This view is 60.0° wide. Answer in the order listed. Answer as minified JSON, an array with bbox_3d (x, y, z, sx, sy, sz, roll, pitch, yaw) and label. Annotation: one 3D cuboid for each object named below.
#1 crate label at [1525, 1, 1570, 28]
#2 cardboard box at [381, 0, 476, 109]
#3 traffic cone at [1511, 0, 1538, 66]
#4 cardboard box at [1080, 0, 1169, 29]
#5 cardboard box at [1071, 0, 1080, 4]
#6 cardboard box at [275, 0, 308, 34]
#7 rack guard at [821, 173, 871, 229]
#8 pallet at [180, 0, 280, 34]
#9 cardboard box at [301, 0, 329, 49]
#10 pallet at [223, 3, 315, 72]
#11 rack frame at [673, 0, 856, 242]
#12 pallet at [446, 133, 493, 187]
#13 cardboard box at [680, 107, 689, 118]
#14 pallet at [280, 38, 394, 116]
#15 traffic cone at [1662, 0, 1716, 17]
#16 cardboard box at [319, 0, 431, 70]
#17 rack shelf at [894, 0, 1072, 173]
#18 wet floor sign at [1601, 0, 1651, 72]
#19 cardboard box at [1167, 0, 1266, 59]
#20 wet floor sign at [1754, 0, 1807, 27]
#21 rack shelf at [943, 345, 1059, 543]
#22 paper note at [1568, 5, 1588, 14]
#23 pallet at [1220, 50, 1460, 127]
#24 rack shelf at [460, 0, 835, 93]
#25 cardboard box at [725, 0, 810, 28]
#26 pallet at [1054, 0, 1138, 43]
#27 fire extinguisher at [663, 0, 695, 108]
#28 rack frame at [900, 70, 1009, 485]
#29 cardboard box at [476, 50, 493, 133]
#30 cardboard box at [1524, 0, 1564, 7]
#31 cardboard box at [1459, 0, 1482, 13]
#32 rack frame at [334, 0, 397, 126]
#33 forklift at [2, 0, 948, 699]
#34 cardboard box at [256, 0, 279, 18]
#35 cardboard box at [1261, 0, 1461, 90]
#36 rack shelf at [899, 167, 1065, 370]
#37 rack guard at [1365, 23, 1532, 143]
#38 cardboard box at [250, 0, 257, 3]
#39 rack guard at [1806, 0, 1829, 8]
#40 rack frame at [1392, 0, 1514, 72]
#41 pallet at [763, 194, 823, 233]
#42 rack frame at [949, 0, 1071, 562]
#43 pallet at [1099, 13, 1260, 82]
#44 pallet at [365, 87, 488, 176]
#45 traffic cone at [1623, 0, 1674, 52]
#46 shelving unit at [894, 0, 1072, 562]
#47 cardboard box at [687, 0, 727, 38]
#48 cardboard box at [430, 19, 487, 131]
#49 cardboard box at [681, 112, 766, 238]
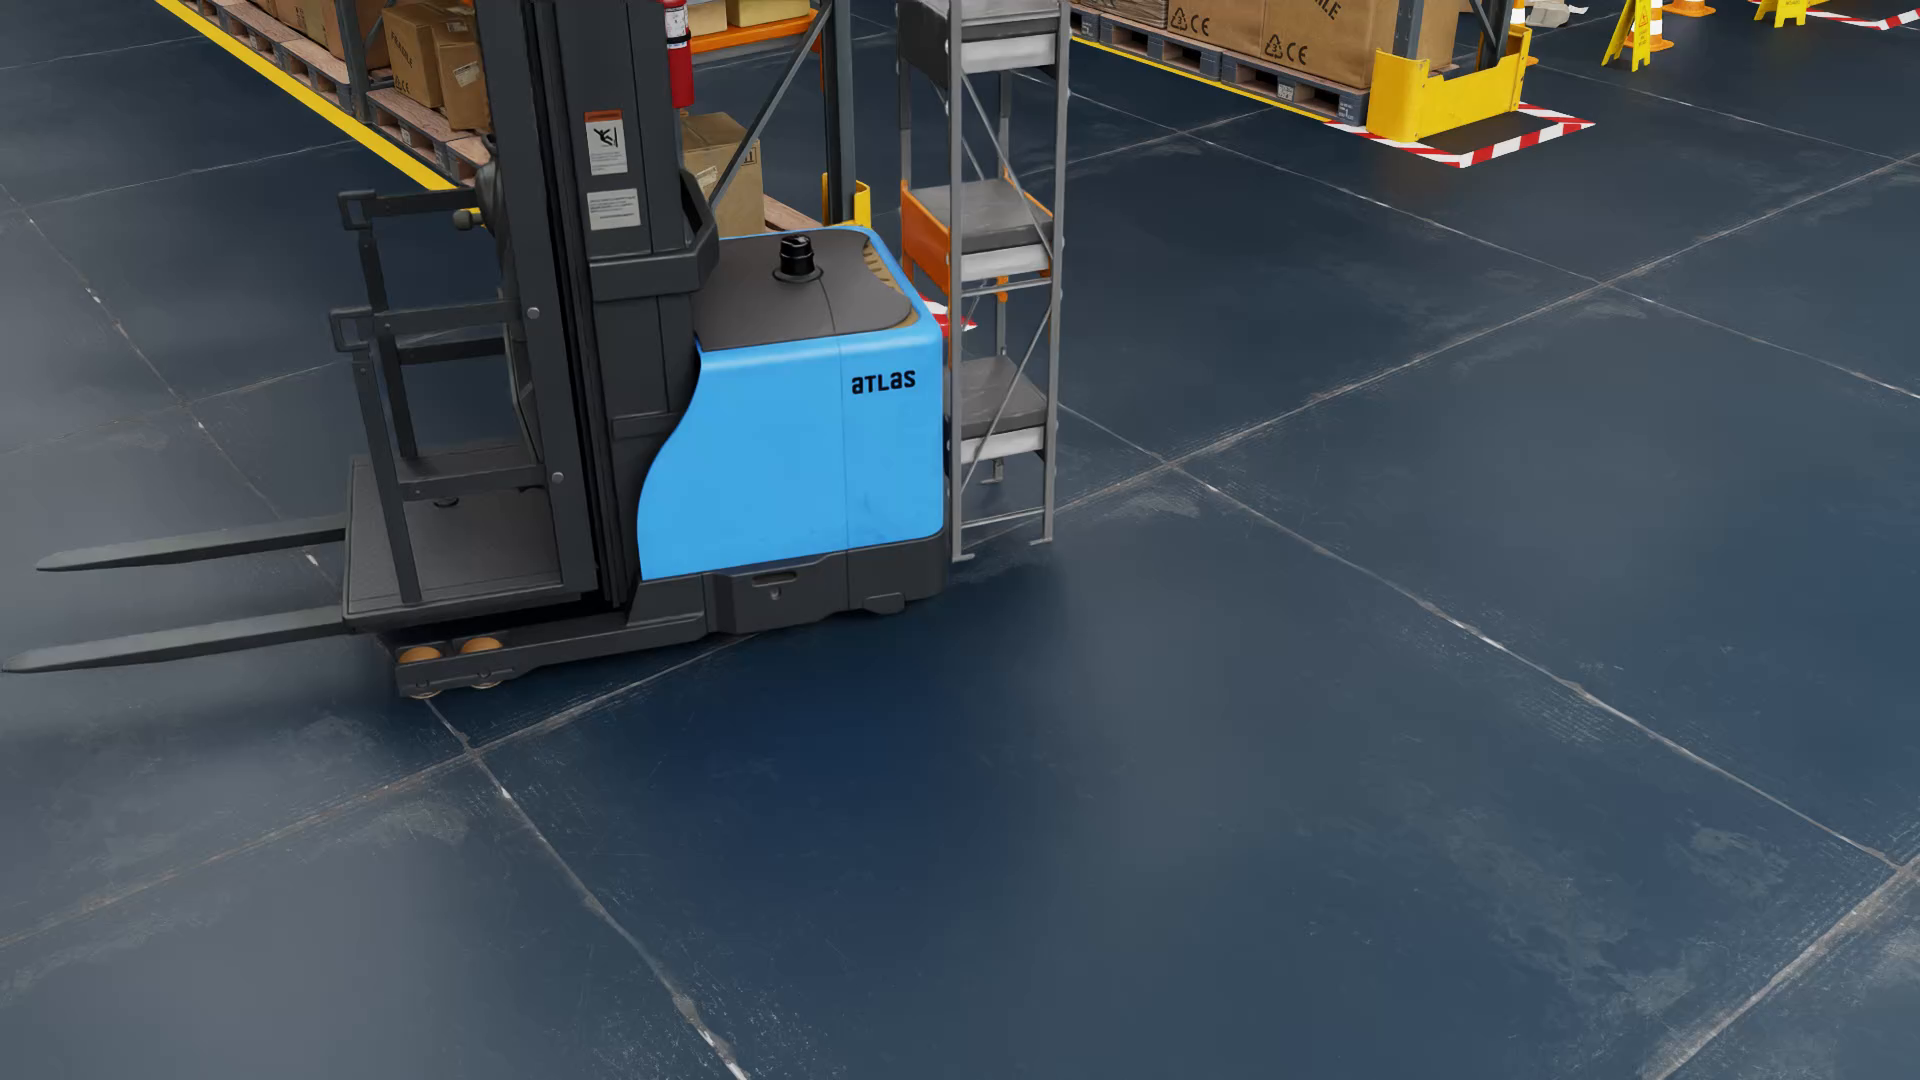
[{"bbox_3d":[4.417,-3.952,12.484,0.298,0.136,0.250,12,34,19],"label":"crate label"},{"bbox_3d":[-3.168,-2.997,10.204,0.500,0.500,0.500,-24,39,-33],"label":"cardboard box"},{"bbox_3d":[3.847,-3.559,11.542,0.336,0.463,0.334,-22,38,-31],"label":"traffic cone"},{"bbox_3d":[1.484,-4.240,11.849,0.875,0.875,0.875,-22,38,-31],"label":"cardboard box"},{"bbox_3d":[0.928,-4.614,12.452,0.875,0.875,0.875,-22,38,-31],"label":"cardboard box"},{"bbox_3d":[-4.363,-3.886,11.616,0.700,0.500,0.500,-26,40,-35],"label":"cardboard box"},{"bbox_3d":[-0.976,-1.363,7.971,1.175,0.500,0.348,-22,38,-31],"label":"rack guard"},{"bbox_3d":[-5.357,-4.217,12.839,1.003,0.211,1.213,-22,38,-31],"label":"pallet"},{"bbox_3d":[-4.019,-3.653,11.241,0.700,0.500,0.500,-23,38,-32],"label":"cardboard box"},{"bbox_3d":[-4.613,-3.709,12.021,1.003,0.211,1.213,-22,38,-31],"label":"pallet"},{"bbox_3d":[-0.929,-2.393,7.261,1.000,3.000,0.127,-22,38,-31],"label":"rack frame"},{"bbox_3d":[-2.190,-2.099,9.429,1.003,0.211,1.213,-22,38,-31],"label":"pallet"},{"bbox_3d":[-1.692,-2.014,8.620,0.500,0.500,0.500,-12,34,-19],"label":"cardboard box"},{"bbox_3d":[-3.861,-3.200,11.202,1.003,0.211,1.213,-22,38,-31],"label":"pallet"},{"bbox_3d":[5.616,-4.284,12.709,0.336,0.463,0.334,-22,38,-31],"label":"traffic cone"},{"bbox_3d":[-3.742,-3.448,10.911,0.700,0.500,0.500,-26,40,-35],"label":"cardboard box"},{"bbox_3d":[0.069,-1.555,5.462,0.431,0.518,0.480,-11,34,-18],"label":"rack shelf"},{"bbox_3d":[4.633,-3.584,11.410,0.232,0.644,0.267,26,40,35],"label":"wet floor sign"},{"bbox_3d":[2.042,-3.859,11.236,0.875,0.875,0.875,-23,39,-32],"label":"cardboard box"},{"bbox_3d":[6.170,-4.174,12.359,0.267,0.644,0.232,-10,33,-15],"label":"wet floor sign"},{"bbox_3d":[0.069,-0.366,6.201,0.431,0.518,0.480,-11,34,-18],"label":"rack shelf"},{"bbox_3d":[4.747,-4.088,12.804,0.142,0.019,0.148,18,36,27],"label":"paper note"},{"bbox_3d":[2.499,-3.079,11.008,1.003,0.211,1.213,-22,38,-31],"label":"pallet"},{"bbox_3d":[-2.156,-2.921,8.792,1.077,0.370,4.000,-22,38,-31],"label":"rack shelf"},{"bbox_3d":[-0.916,-2.483,7.642,0.380,0.149,0.250,-22,38,-31],"label":"cardboard box"},{"bbox_3d":[1.002,-4.096,12.645,1.003,0.211,1.213,-22,38,-31],"label":"pallet"},{"bbox_3d":[-1.223,-2.164,6.964,0.296,0.674,0.183,-22,38,-31],"label":"fire extinguisher"},{"bbox_3d":[-0.018,-1.092,6.018,0.400,2.100,0.015,-11,34,-18],"label":"rack frame"},{"bbox_3d":[-2.368,-2.528,9.448,0.500,0.500,0.500,-26,40,-35],"label":"cardboard box"},{"bbox_3d":[4.500,-4.281,13.002,0.380,0.149,0.250,-4,32,-7],"label":"cardboard box"},{"bbox_3d":[3.822,-4.452,12.941,0.637,0.503,0.797,6,32,10],"label":"cardboard box"},{"bbox_3d":[-3.382,-4.060,9.945,1.000,3.000,0.127,-22,38,-31],"label":"rack frame"},{"bbox_3d":[-1.619,-1.040,5.146,3.031,2.935,1.130,-9,33,-14],"label":"forklift"},{"bbox_3d":[-4.705,-4.119,11.991,0.700,0.500,0.500,-19,37,-28],"label":"cardboard box"},{"bbox_3d":[2.583,-3.493,10.647,0.875,0.875,0.875,-22,38,-31],"label":"cardboard box"},{"bbox_3d":[0.069,-0.960,5.832,0.431,0.518,0.480,-11,34,-18],"label":"rack shelf"},{"bbox_3d":[3.066,-2.884,10.420,1.175,0.500,0.348,-22,38,-31],"label":"rack guard"},{"bbox_3d":[-5.058,-4.353,12.367,0.700,0.500,0.500,-26,40,-35],"label":"cardboard box"},{"bbox_3d":[6.852,-4.569,13.133,1.175,0.500,0.348,-22,38,-31],"label":"rack guard"},{"bbox_3d":[3.051,-3.956,9.777,1.000,3.000,0.127,-22,38,-31],"label":"rack frame"},{"bbox_3d":[-1.446,-1.591,8.611,1.003,0.211,1.213,-22,38,-31],"label":"pallet"},{"bbox_3d":[0.157,-0.852,5.631,0.400,2.100,0.015,-11,34,-18],"label":"rack frame"},{"bbox_3d":[1.755,-3.587,11.826,1.003,0.211,1.213,-22,38,-31],"label":"pallet"},{"bbox_3d":[-2.942,-2.607,10.248,1.003,0.211,1.213,-22,38,-31],"label":"pallet"},{"bbox_3d":[4.948,-3.783,11.902,0.336,0.463,0.334,-22,38,-31],"label":"traffic cone"},{"bbox_3d":[0.069,-0.972,5.825,0.431,2.100,0.503,-11,34,-18],"label":"shelving unit"},{"bbox_3d":[-1.267,-2.339,7.411,0.380,0.149,0.250,-22,38,-31],"label":"cardboard box"},{"bbox_3d":[-2.811,-2.761,9.824,0.500,0.500,0.500,-11,33,-16],"label":"cardboard box"},{"bbox_3d":[-1.299,-1.776,8.237,0.500,0.500,0.500,-15,35,-23],"label":"cardboard box"}]
